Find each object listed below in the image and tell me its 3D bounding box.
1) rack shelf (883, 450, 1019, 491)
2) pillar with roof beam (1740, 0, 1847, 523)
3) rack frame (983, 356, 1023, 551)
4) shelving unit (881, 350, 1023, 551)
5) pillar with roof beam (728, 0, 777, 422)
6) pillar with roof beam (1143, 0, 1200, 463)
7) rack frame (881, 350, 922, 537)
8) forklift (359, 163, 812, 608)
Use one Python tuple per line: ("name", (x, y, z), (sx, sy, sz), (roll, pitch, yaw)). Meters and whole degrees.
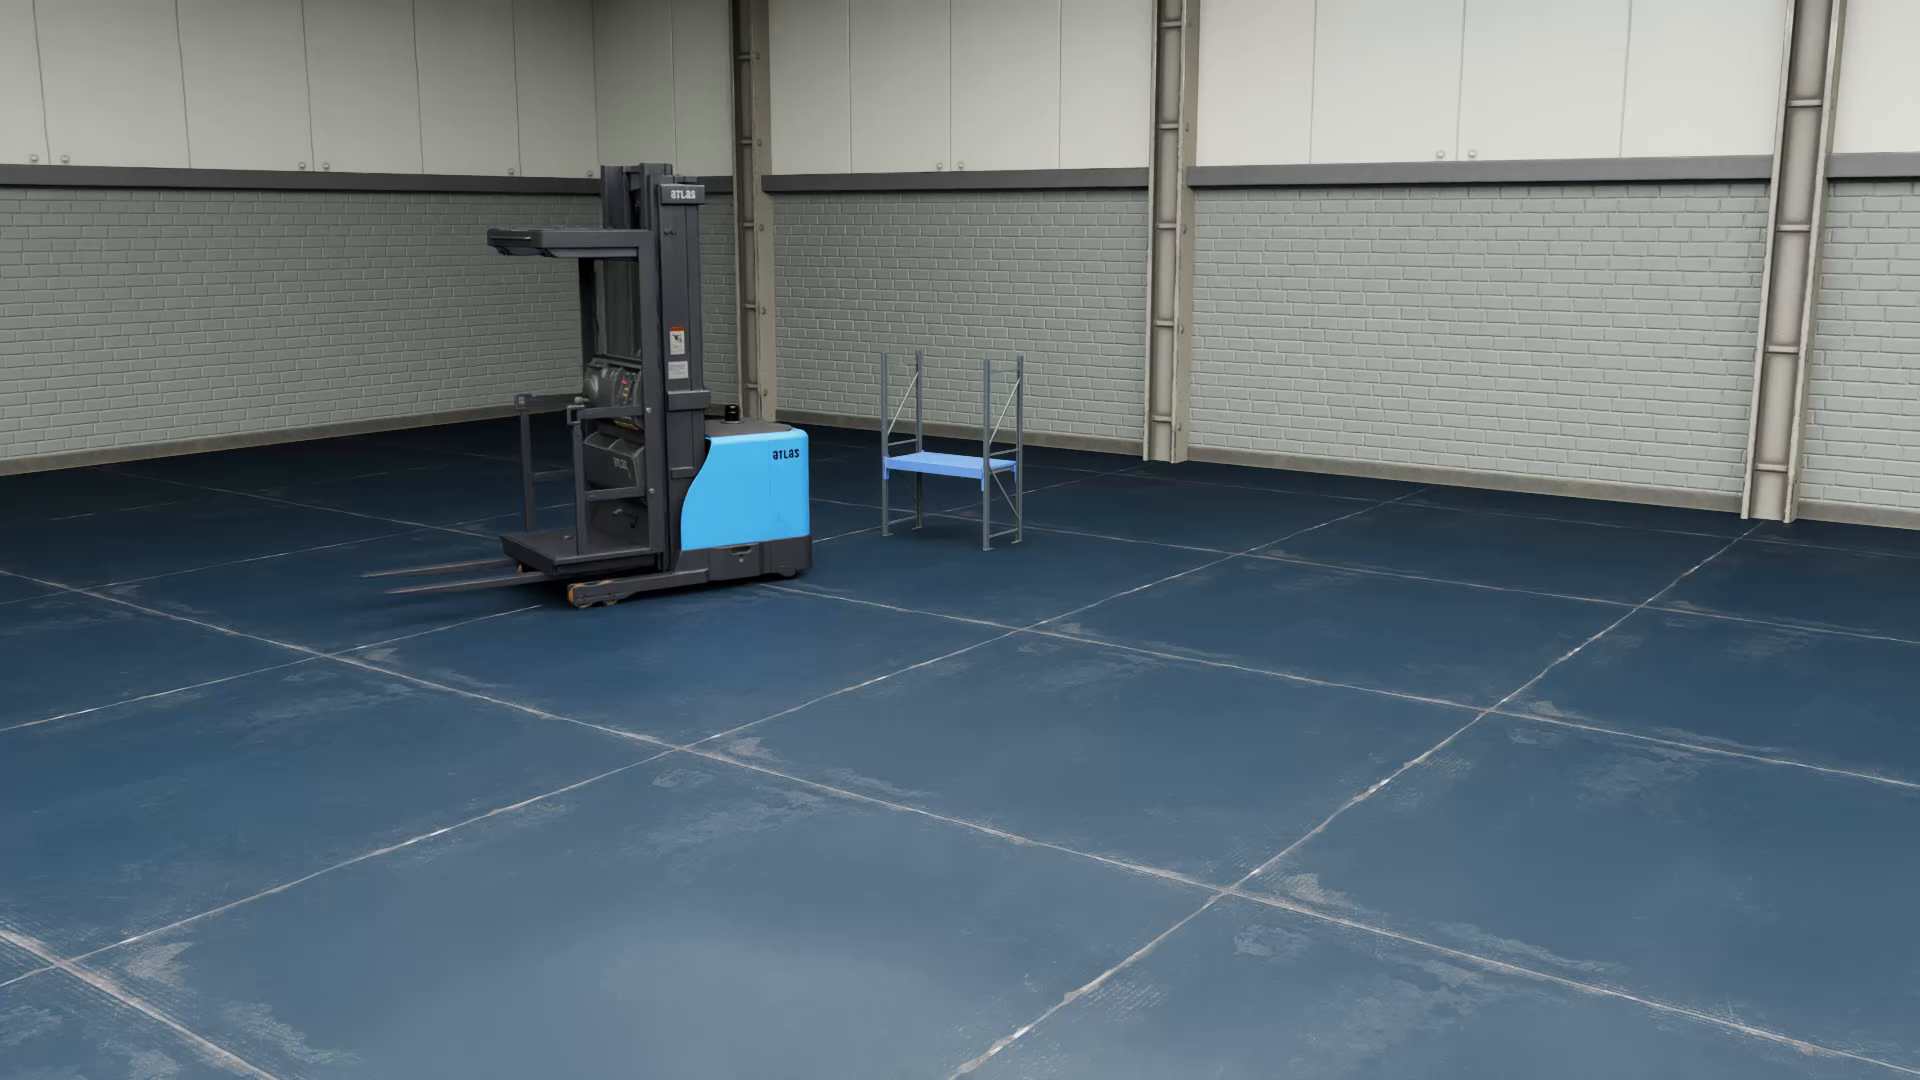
("rack shelf", (-0.069, -0.569, 13.471), (1.000, 0.185, 0.538), (8, 13, 36))
("pillar with roof beam", (4.514, -3.951, 10.261), (0.400, 9.000, 9.100), (8, 13, 36))
("rack frame", (0.341, -0.689, 13.141), (0.032, 1.500, 0.500), (8, 13, 36))
("shelving unit", (-0.069, -0.746, 13.437), (1.048, 1.500, 0.538), (8, 13, 36))
("pillar with roof beam", (-5.158, -5.300, 17.234), (0.400, 9.000, 9.100), (8, 13, 36))
("pillar with roof beam", (-0.322, -4.626, 13.748), (0.400, 9.000, 9.100), (8, 13, 36))
("rack frame", (-0.478, -0.803, 13.732), (0.032, 1.500, 0.500), (8, 13, 36))
("forklift", (-2.588, -1.093, 11.464), (3.031, 2.935, 1.130), (-7, 13, -33))
